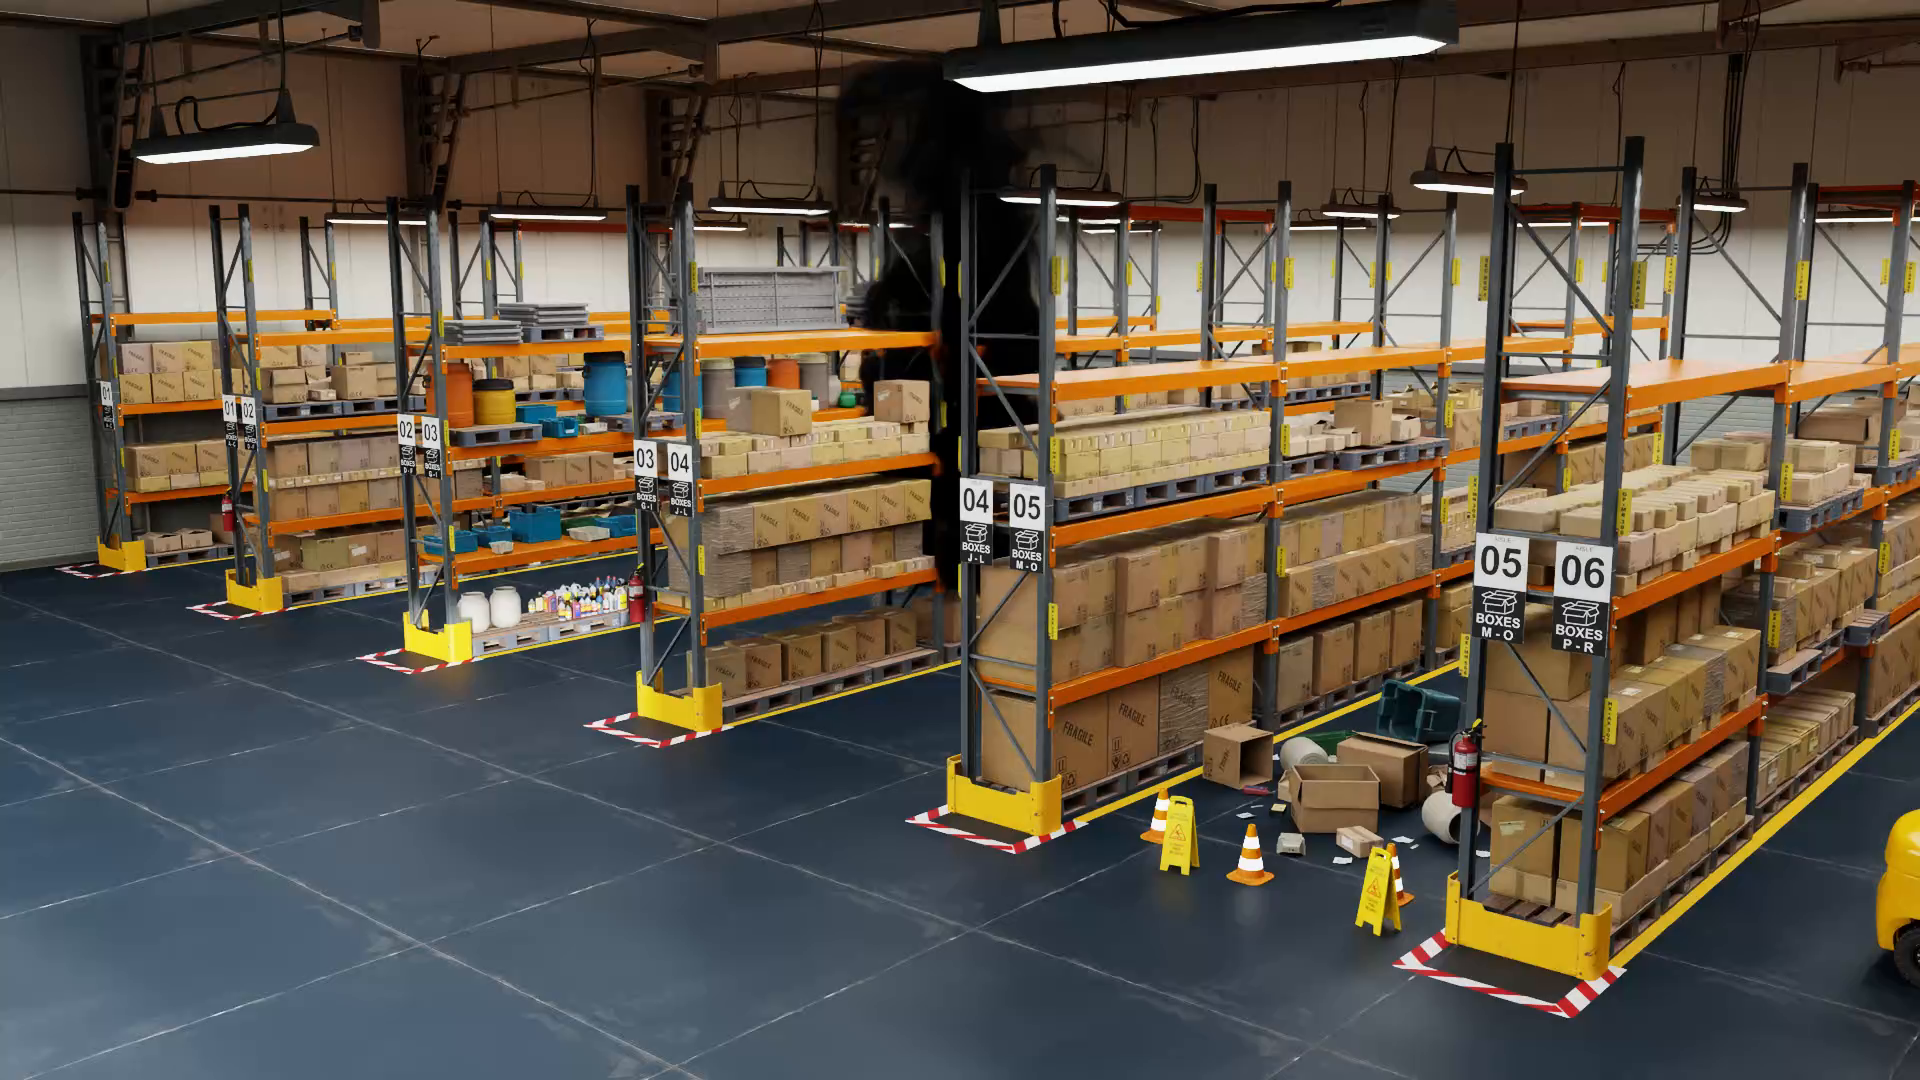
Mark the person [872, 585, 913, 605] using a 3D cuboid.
[{"bbox_3d":[-0.993,0.014,24.359,0.642,1.840,0.763,6,11,33],"label":"person"}]
